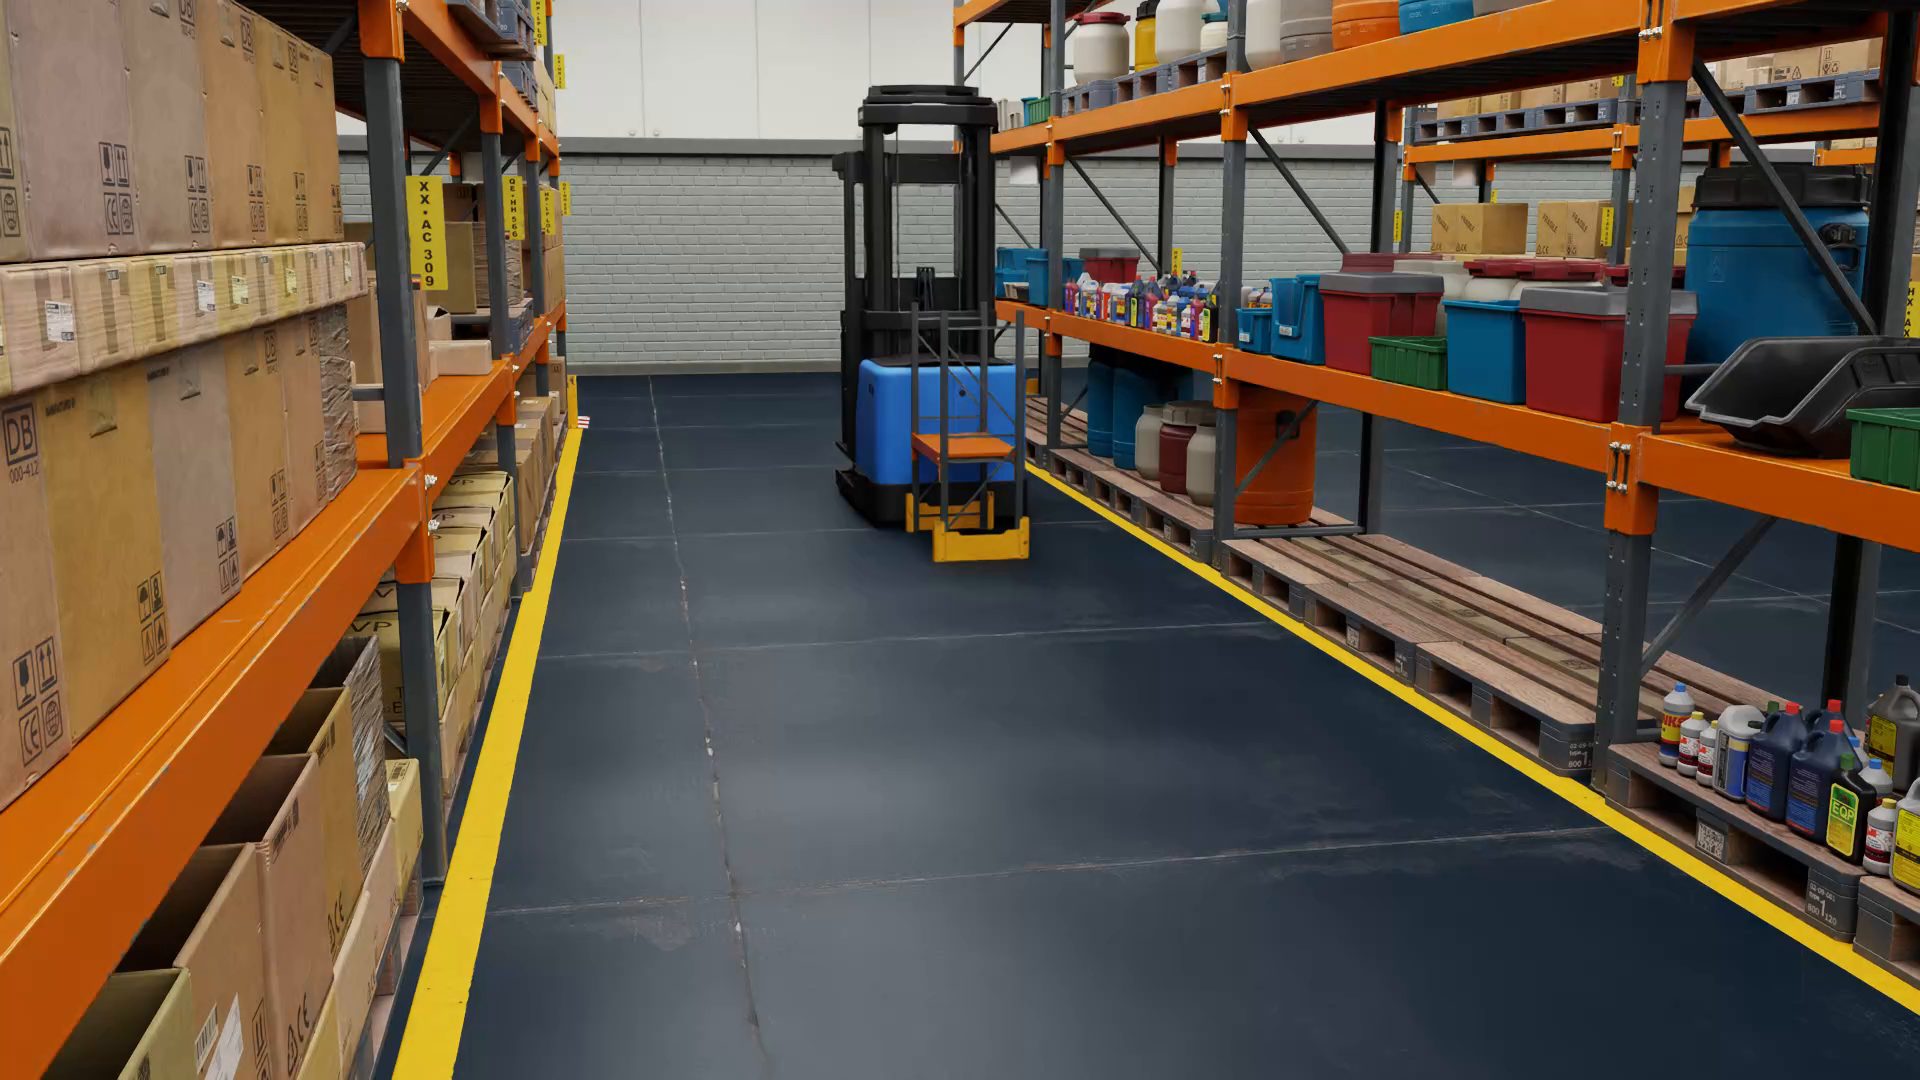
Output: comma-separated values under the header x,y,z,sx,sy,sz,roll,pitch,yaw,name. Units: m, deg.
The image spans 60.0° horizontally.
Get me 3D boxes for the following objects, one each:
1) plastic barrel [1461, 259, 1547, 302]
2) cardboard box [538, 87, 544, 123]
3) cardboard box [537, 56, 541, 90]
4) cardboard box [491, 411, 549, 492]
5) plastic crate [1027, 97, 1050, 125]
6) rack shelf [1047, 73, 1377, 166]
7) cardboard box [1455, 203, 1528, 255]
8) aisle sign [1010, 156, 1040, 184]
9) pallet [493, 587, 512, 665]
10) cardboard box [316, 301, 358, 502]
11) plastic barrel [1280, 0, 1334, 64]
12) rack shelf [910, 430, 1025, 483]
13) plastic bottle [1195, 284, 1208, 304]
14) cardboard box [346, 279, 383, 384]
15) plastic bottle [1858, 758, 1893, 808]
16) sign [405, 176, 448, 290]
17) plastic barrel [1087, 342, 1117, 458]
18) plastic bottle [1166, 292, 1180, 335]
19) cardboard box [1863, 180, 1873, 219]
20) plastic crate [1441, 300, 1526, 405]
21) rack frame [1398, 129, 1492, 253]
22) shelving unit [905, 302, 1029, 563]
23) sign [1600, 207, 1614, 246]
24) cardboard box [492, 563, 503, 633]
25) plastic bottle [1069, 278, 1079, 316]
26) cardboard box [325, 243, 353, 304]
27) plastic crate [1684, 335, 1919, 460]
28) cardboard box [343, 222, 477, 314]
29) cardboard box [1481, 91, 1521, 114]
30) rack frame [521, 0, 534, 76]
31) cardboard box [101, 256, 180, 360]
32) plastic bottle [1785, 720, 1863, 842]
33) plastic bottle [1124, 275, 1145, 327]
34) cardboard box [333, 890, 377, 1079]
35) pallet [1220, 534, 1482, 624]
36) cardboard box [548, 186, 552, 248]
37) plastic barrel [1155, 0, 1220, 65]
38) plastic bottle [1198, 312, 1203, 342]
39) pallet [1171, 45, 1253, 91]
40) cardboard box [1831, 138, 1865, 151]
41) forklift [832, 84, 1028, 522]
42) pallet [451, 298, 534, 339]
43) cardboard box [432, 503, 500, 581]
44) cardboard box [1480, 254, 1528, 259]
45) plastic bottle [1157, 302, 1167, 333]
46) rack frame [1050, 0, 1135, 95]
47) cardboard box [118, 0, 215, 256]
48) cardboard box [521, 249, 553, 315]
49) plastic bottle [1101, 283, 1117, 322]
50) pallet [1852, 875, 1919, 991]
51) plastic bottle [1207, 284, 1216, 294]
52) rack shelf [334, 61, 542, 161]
x,y,z,sx,sy,sz,roll,pitch,yaw,name
2.572,-1.049,7.820,0.433,0.535,0.433,0,11,0,plastic barrel
-3.591,-3.462,13.243,0.500,0.250,0.500,-2,11,-11,cardboard box
-3.595,-3.708,13.195,0.500,0.250,0.500,-2,11,-11,cardboard box
-3.083,-0.597,11.321,0.500,0.500,0.500,-2,11,-10,cardboard box
0.835,-3.488,13.544,0.450,0.188,0.662,-2,11,-11,plastic crate
1.603,-2.805,11.313,1.077,0.370,4.000,-2,11,-11,rack shelf
5.327,-3.122,16.677,0.500,0.500,0.500,-2,11,-13,cardboard box
0.709,-4.086,17.190,0.394,0.787,0.004,-2,11,-11,aisle sign
-2.746,0.384,8.116,1.003,0.211,1.213,-2,11,-11,pallet
-1.997,-0.373,4.366,0.700,0.500,0.500,-2,11,-12,cardboard box
1.939,-2.879,8.439,0.600,0.901,0.600,0,11,0,plastic barrel
0.032,-0.531,10.435,0.538,0.185,1.000,-2,11,-11,rack shelf
1.729,-1.693,11.915,0.097,0.271,0.097,0,11,0,plastic bottle
-2.325,-0.692,6.043,0.500,0.500,0.500,-1,11,-7,cardboard box
2.622,0.763,4.785,0.097,0.271,0.097,0,11,0,plastic bottle
-1.545,-0.890,4.821,0.100,0.325,0.005,-2,11,-11,sign
1.303,-1.127,13.083,0.600,0.901,0.708,-2,11,-11,plastic barrel
1.370,-1.449,10.632,0.097,0.271,0.097,0,11,0,plastic bottle
6.600,-2.294,11.779,0.797,0.503,0.637,-2,11,-10,cardboard box
2.250,-0.768,6.750,0.392,0.384,0.575,-2,11,-11,plastic crate
5.294,-2.965,18.254,1.000,3.000,0.127,-2,11,-11,rack frame
0.030,-0.709,10.410,0.587,1.500,1.083,-2,11,-11,shelving unit
5.528,-2.676,14.204,0.100,0.325,0.005,-2,11,-11,sign
-2.327,0.280,7.433,0.500,0.250,0.500,-2,11,-10,cardboard box
0.893,-1.887,12.901,0.061,0.283,0.133,-2,11,-11,plastic bottle
-1.780,-0.685,4.272,0.380,0.149,0.250,-2,11,-12,cardboard box
2.747,-0.453,5.222,0.767,0.338,0.504,-2,11,-11,plastic crate
-3.101,-1.505,9.193,0.700,0.500,0.500,-6,12,-30,cardboard box
5.587,-4.449,16.371,0.700,0.500,0.500,-3,11,-15,cardboard box
-3.646,-4.819,11.950,1.000,3.000,0.127,-2,11,-11,rack frame
-1.429,-0.355,2.538,0.380,0.149,0.250,-2,11,-12,cardboard box
2.557,0.698,4.912,0.144,0.351,0.185,-3,11,-13,plastic bottle
1.221,-1.651,11.481,0.144,0.351,0.185,-2,11,-11,plastic bottle
-1.586,1.000,3.652,0.500,0.250,0.500,-2,11,-11,cardboard box
2.105,0.195,9.106,1.003,0.211,1.213,-2,11,-11,pallet
-3.562,-2.604,13.413,0.500,0.500,0.500,-2,11,-13,cardboard box
1.499,-3.384,10.946,0.433,0.535,0.433,0,11,0,plastic barrel
1.490,-1.301,10.041,0.097,0.201,0.097,0,11,0,plastic bottle
1.939,-2.843,10.092,1.003,0.211,1.213,-2,11,-11,pallet
10.016,-4.436,18.357,0.500,0.250,0.500,-2,11,-9,cardboard box
-0.336,-1.791,12.265,1.130,2.935,3.031,-2,11,-11,forklift
-3.250,-1.401,10.547,1.003,0.211,1.213,-2,11,-11,pallet
-2.321,0.005,7.378,0.500,0.311,0.500,-2,11,-11,cardboard box
5.431,-2.657,16.240,0.500,0.250,0.500,-2,11,-12,cardboard box
1.332,-1.450,10.826,0.097,0.201,0.097,0,11,0,plastic bottle
1.214,-4.999,12.893,1.000,3.000,0.127,-2,11,-11,rack frame
-1.704,-0.734,2.794,0.700,0.500,0.500,-2,11,-11,cardboard box
-3.477,-2.025,13.045,0.500,0.500,0.500,-2,11,-10,cardboard box
1.110,-1.722,12.054,0.152,0.276,0.135,-2,11,-11,plastic bottle
3.100,1.134,4.172,1.003,0.211,1.213,-2,11,-11,pallet
1.848,-1.704,11.956,0.152,0.276,0.135,-2,11,-11,plastic bottle
-3.257,-2.626,10.370,1.077,0.370,4.000,-2,11,-11,rack shelf
